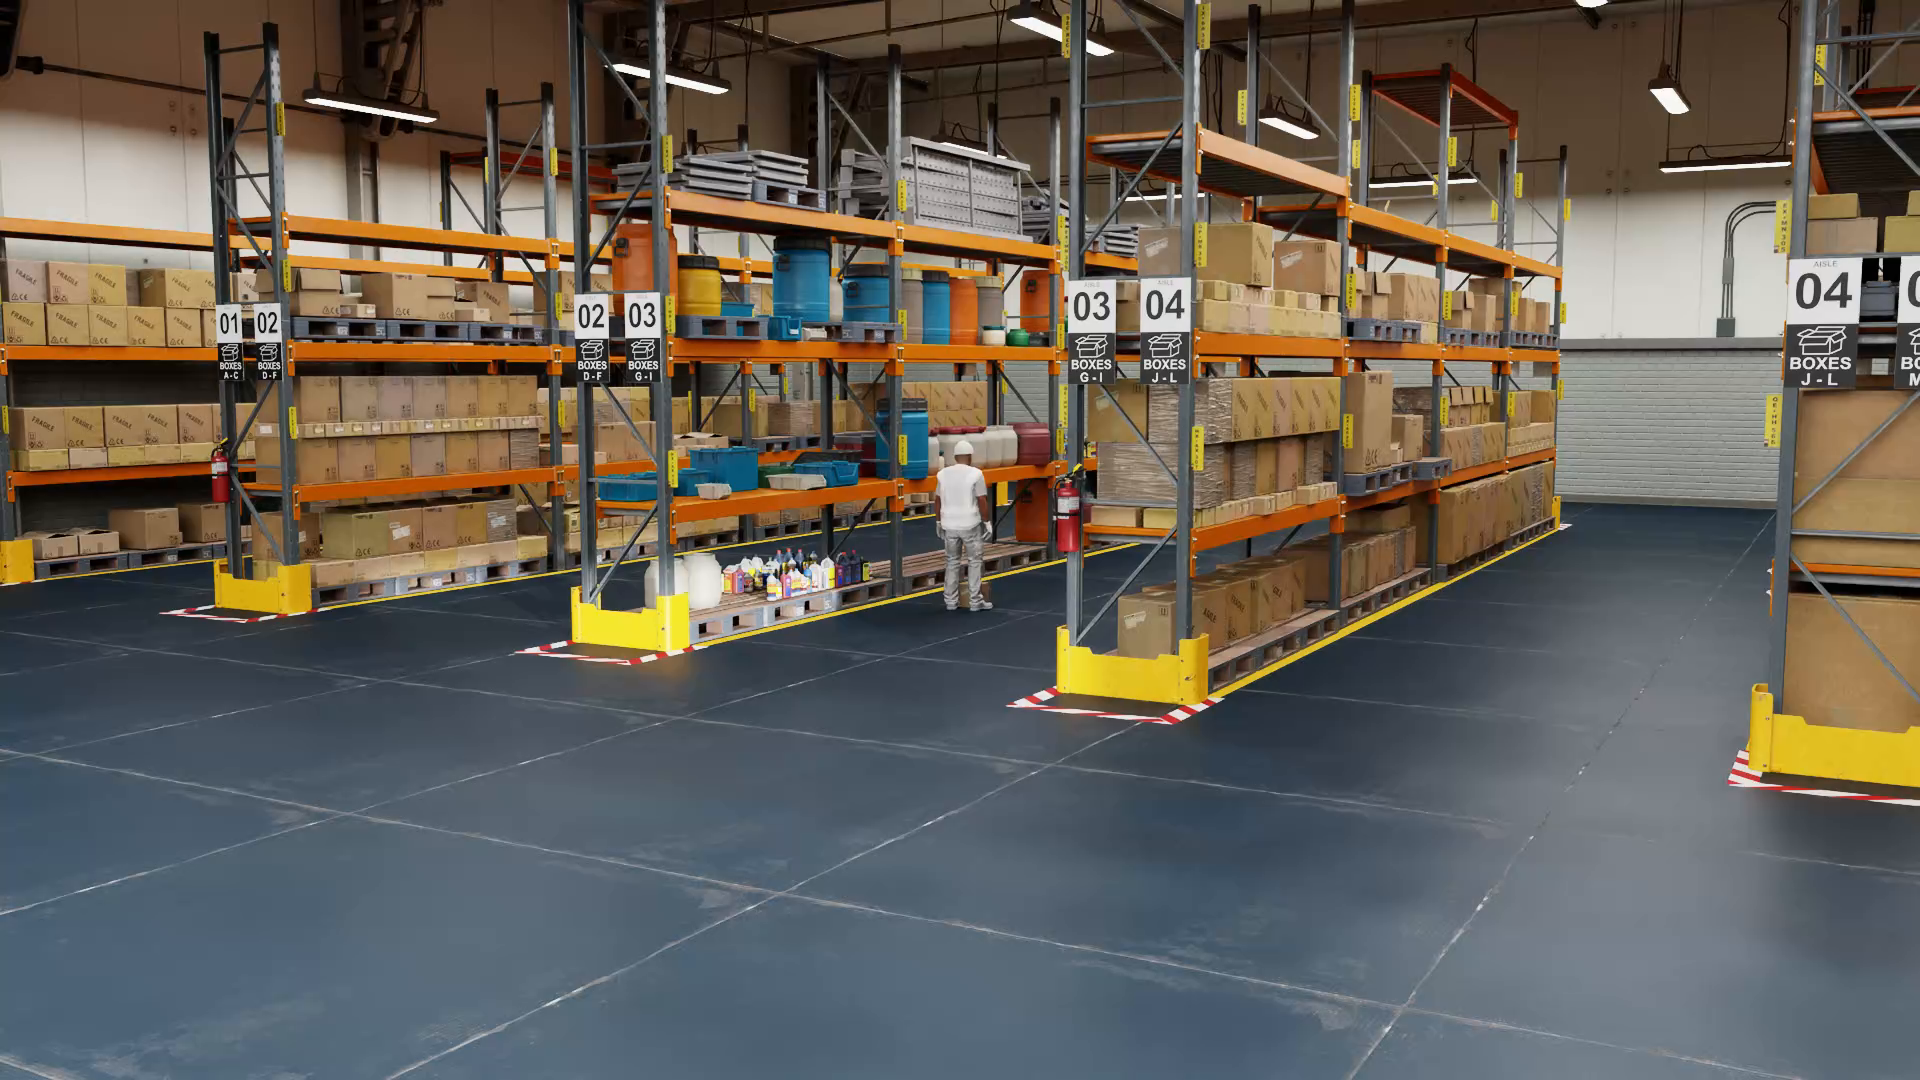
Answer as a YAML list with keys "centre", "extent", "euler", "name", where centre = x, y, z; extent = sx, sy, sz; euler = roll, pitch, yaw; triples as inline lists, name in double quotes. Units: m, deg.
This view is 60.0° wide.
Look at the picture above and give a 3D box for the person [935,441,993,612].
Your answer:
- centre: [0.031, -0.152, 17.502]
  extent: [0.632, 1.776, 0.444]
  euler: [3, 7, 26]
  name: "person"
